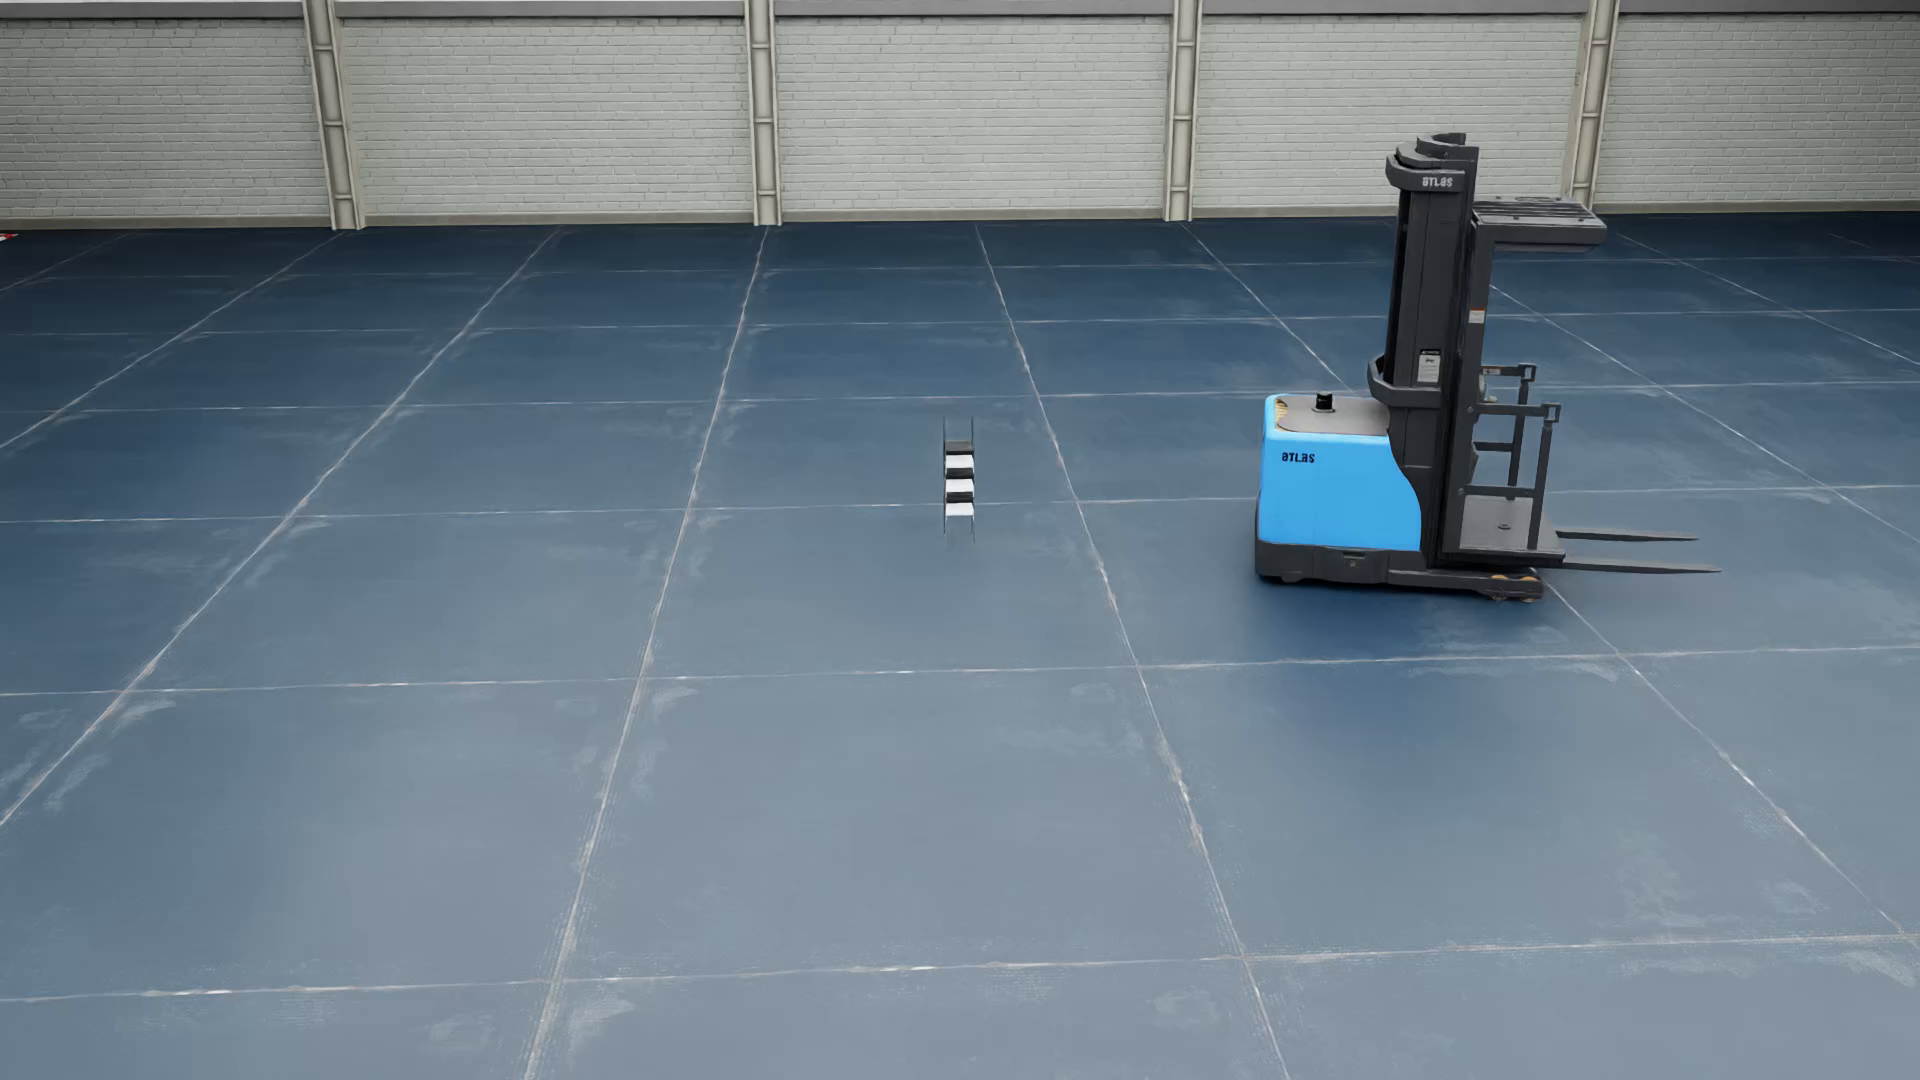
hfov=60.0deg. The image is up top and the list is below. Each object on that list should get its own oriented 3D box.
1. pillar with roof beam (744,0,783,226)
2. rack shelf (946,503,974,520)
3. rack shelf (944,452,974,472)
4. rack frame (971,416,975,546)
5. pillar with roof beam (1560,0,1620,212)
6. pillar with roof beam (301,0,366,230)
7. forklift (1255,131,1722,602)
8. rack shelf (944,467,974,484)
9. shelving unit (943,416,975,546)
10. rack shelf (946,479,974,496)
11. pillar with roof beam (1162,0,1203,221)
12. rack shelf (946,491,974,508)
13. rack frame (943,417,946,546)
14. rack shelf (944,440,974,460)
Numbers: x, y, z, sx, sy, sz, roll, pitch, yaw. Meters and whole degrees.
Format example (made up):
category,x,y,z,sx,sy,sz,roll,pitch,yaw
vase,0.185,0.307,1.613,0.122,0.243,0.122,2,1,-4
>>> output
category,x,y,z,sx,sy,sz,roll,pitch,yaw
pillar with roof beam,-2.547,-7.288,18.616,0.400,9.000,9.100,-1,21,-3
rack shelf,-0.008,-0.221,12.036,0.200,0.077,0.258,-1,21,-3
rack shelf,-0.008,-0.557,11.908,0.200,0.077,0.258,-1,21,-3
rack frame,0.093,-0.422,11.966,0.006,0.900,0.240,-1,21,-3
pillar with roof beam,9.434,-7.532,19.256,0.400,9.000,9.100,-1,21,-3
pillar with roof beam,-8.537,-7.166,18.296,0.400,9.000,9.100,-1,21,-3
forklift,3.583,-1.161,11.051,3.031,2.935,1.130,3,21,9
rack shelf,-0.008,-0.473,11.940,0.200,0.077,0.258,-1,21,-3
shelving unit,-0.008,-0.420,11.960,0.210,0.900,0.258,-1,21,-3
rack shelf,-0.008,-0.389,11.972,0.200,0.077,0.258,-1,21,-3
pillar with roof beam,3.444,-7.410,18.936,0.400,9.000,9.100,-1,21,-3
rack shelf,-0.008,-0.305,12.004,0.200,0.077,0.258,-1,21,-3
rack frame,-0.110,-0.418,11.955,0.006,0.900,0.240,-1,21,-3
rack shelf,-0.008,-0.642,11.876,0.200,0.077,0.258,-1,21,-3
